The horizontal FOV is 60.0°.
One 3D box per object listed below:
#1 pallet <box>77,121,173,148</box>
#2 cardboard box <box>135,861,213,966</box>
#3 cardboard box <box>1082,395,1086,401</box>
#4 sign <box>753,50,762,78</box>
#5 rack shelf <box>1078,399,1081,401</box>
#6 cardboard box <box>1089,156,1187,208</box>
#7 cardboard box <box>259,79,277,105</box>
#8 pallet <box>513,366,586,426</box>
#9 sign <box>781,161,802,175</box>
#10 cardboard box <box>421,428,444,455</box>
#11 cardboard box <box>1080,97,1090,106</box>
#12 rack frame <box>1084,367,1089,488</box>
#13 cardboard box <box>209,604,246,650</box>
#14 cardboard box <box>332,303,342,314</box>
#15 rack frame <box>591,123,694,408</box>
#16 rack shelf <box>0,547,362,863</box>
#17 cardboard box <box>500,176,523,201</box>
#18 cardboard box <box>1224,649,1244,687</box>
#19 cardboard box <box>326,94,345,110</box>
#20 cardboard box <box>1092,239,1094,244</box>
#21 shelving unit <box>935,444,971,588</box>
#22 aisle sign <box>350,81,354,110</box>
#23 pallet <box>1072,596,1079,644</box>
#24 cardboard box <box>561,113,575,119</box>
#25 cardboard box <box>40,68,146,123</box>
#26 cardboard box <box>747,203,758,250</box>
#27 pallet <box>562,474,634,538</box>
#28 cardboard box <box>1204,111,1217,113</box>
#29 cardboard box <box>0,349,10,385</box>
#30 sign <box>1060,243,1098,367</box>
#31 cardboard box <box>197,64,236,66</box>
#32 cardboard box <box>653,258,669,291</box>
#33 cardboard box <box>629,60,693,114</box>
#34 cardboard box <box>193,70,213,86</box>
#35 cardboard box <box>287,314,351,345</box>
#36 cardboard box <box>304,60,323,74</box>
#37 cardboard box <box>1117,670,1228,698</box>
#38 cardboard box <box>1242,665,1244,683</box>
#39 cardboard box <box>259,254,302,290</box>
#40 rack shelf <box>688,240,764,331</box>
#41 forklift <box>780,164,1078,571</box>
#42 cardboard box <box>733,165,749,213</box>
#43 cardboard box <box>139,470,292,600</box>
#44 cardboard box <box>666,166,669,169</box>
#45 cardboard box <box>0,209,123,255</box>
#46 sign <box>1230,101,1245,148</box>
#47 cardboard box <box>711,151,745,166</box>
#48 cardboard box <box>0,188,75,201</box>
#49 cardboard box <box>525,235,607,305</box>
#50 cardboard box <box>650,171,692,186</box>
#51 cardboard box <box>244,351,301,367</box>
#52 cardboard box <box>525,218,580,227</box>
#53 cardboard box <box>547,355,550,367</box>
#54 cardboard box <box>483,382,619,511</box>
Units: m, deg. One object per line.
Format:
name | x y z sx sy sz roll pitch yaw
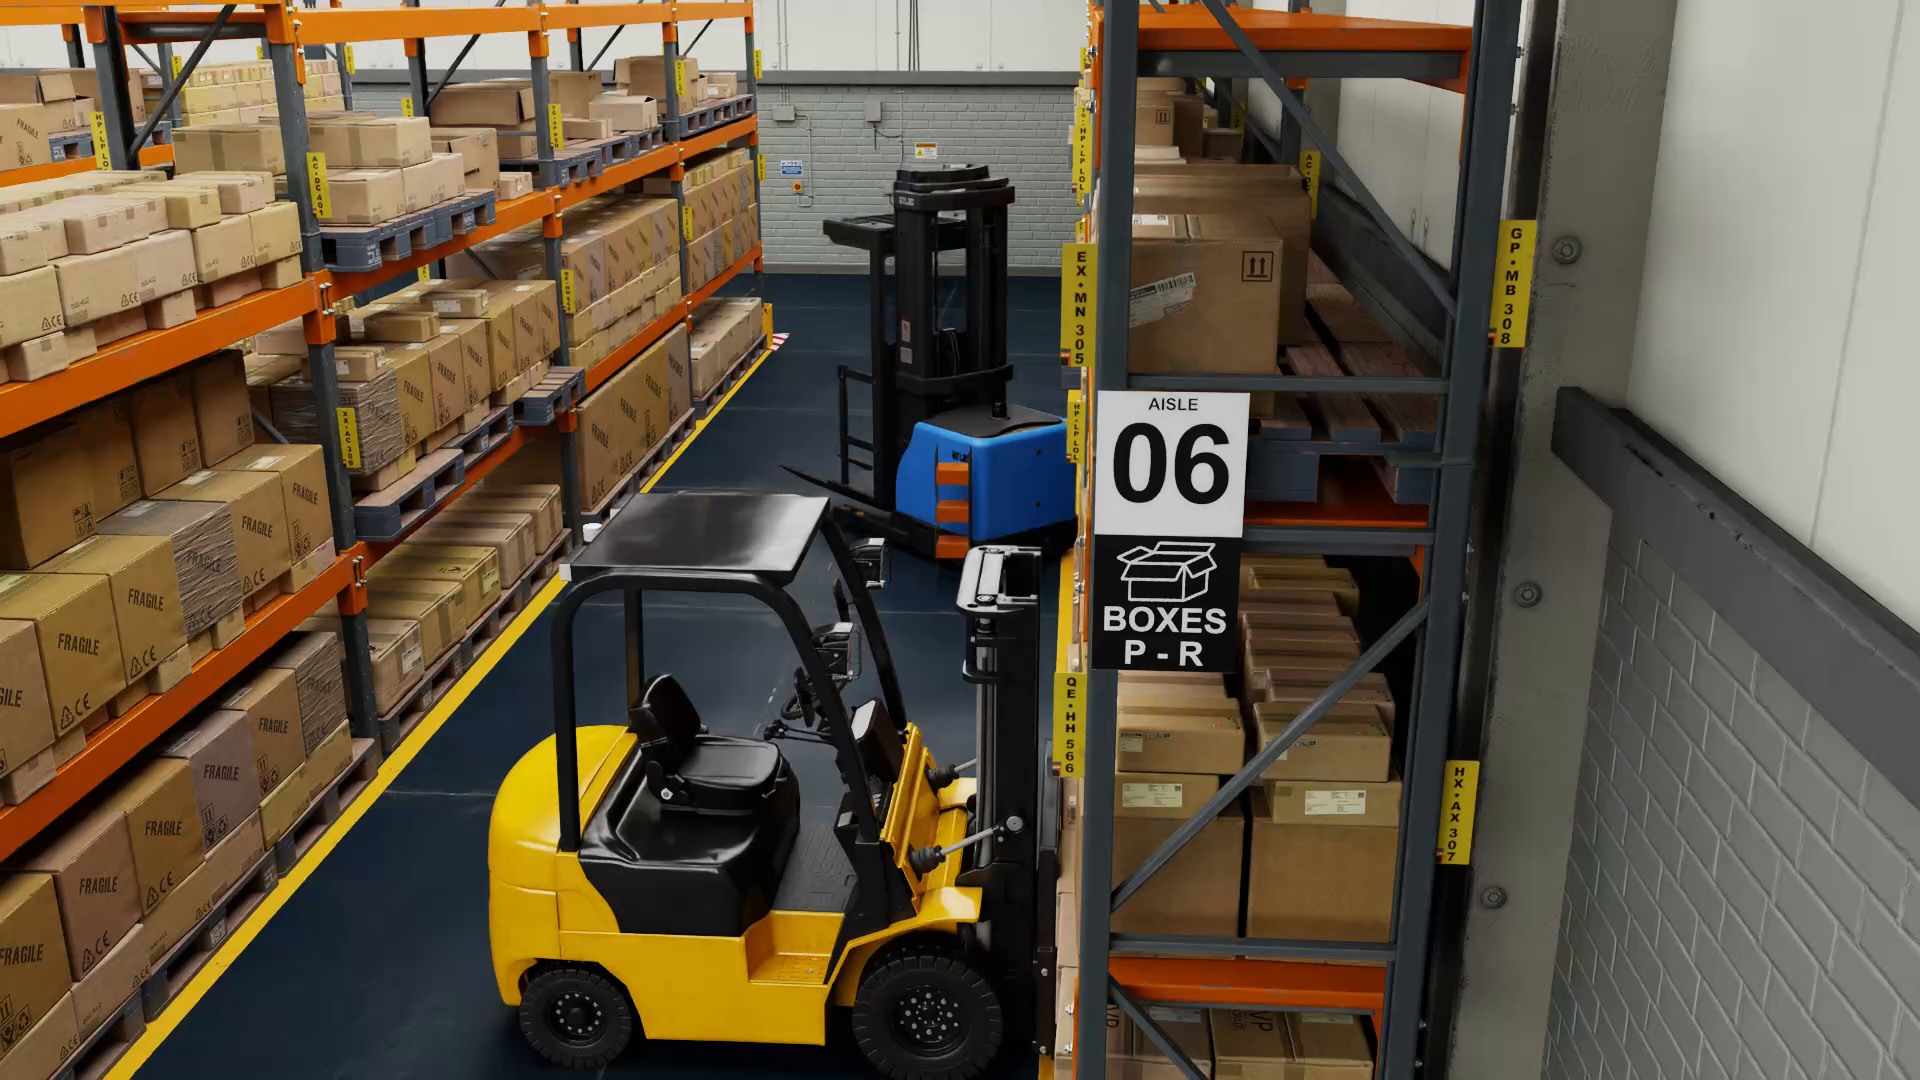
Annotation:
pallet | -8.330 -3.853 15.850 1.213 0.211 1.003 1 18 4
cardboard box | -3.690 1.634 7.360 0.500 0.250 0.500 3 18 8
cardboard box | 0.903 -0.740 9.662 0.380 0.149 0.250 1 18 2
sign | -2.408 -5.662 19.773 0.100 0.325 0.005 1 18 4
rack shelf | 1.573 -1.555 14.506 1.077 0.370 4.000 1 18 4
cardboard box | 0.952 -1.894 8.876 0.500 0.311 0.500 1 18 2
cardboard box | -7.794 -4.918 18.234 0.500 0.250 0.500 0 18 2
pallet | -3.466 -1.070 12.180 1.213 0.211 1.003 1 18 4
sign | -2.611 -5.770 25.781 0.327 0.218 0.001 1 18 4
cardboard box | -3.422 -0.634 10.269 0.380 0.149 0.250 2 18 5
cardboard box | 1.206 -3.650 14.018 0.380 0.149 0.250 1 18 4
rack frame | 1.143 -0.033 8.707 1.000 3.000 0.127 1 18 4
cardboard box | -3.597 0.399 7.792 0.380 0.149 0.250 1 18 3
cardboard box | -7.645 -2.746 19.936 0.380 0.149 0.250 1 18 3
rack frame | -3.235 -2.627 16.624 1.000 3.000 0.127 1 18 4
rack shelf | -3.951 0.820 7.258 1.077 0.370 4.000 1 18 4
cardboard box | -3.344 -2.511 11.856 0.380 0.149 0.250 1 18 4
cardboard box | 1.216 0.695 6.323 0.500 0.500 0.500 1 18 3
cardboard box | -7.661 -5.156 19.764 0.500 0.250 0.500 1 18 3
cardboard box | 0.753 -1.215 7.065 0.380 0.149 0.250 2 18 6
shelving unit | -0.048 -0.170 12.257 0.252 1.050 0.215 1 18 4
aisle sign | -7.588 -5.200 20.301 0.394 0.787 0.004 1 18 4
pallet | 1.242 0.682 11.002 1.003 0.211 1.213 1 18 4
cardboard box | -3.674 -3.756 14.953 0.380 0.166 0.250 0 18 0
cardboard box | -8.316 -4.264 15.966 0.700 0.500 0.500 1 18 4
cardboard box | -2.718 -3.762 19.925 0.500 0.500 0.500 1 18 4
pallet | -3.390 -0.303 14.009 1.003 0.211 1.213 1 18 4
cardboard box | 1.779 -3.147 12.515 0.380 0.149 0.250 1 18 4
cardboard box | -3.756 -0.627 6.107 0.380 0.149 0.250 1 18 2
sign | 0.316 -0.616 4.373 0.100 0.325 0.005 1 18 4
cardboard box | -8.316 -5.235 18.564 0.380 0.149 0.250 2 18 6
cardboard box | -3.052 -2.496 15.661 0.500 0.250 0.500 2 18 5
cardboard box | -2.983 -4.525 16.604 0.500 0.500 0.500 2 18 5
cardboard box | -7.902 -4.736 17.039 0.380 0.149 0.250 1 18 3
cardboard box | -3.968 -1.288 10.182 0.380 0.149 0.250 1 18 2
cardboard box | -7.717 -5.545 19.510 0.380 0.149 0.250 2 18 5
cardboard box | 0.659 0.519 5.343 0.380 0.149 0.250 1 18 4
cardboard box | 1.198 0.515 5.831 0.380 0.149 0.250 1 18 2
cardboard box | -3.526 -1.344 8.293 0.380 0.149 0.250 1 18 4
rack shelf | -3.091 -2.907 18.632 1.077 0.370 4.000 1 18 4
forklift | -0.392 -1.546 13.434 1.130 2.935 3.031 -14 23 -36
cardboard box | -2.753 -4.074 19.274 0.500 0.500 0.500 1 18 4
cardboard box | -3.622 -0.028 8.053 0.500 0.500 0.500 2 18 6
cardboard box | -3.373 -4.033 18.107 0.380 0.149 0.250 1 18 4
cardboard box | -3.629 -1.241 6.698 0.380 0.149 0.250 2 18 5
sign | 1.983 -2.969 11.893 0.100 0.325 0.005 1 18 4
cardboard box | -2.703 -4.423 19.297 0.380 0.149 0.250 1 18 3
cardboard box | -4.219 -1.493 7.468 0.380 0.149 0.250 1 18 4
cardboard box | -3.216 -2.210 13.583 0.500 0.500 0.500 1 18 4
cardboard box | -2.974 -3.711 17.123 0.380 0.149 0.250 1 18 3
cardboard box | -3.970 -0.834 9.838 0.500 0.500 0.500 1 18 4
cardboard box | -3.631 -2.545 14.606 0.500 0.500 0.500 1 18 3
cardboard box | -3.310 -1.358 12.480 0.380 0.149 0.250 2 18 6
cardboard box | -3.389 -0.788 13.748 0.875 0.875 0.875 1 18 3
